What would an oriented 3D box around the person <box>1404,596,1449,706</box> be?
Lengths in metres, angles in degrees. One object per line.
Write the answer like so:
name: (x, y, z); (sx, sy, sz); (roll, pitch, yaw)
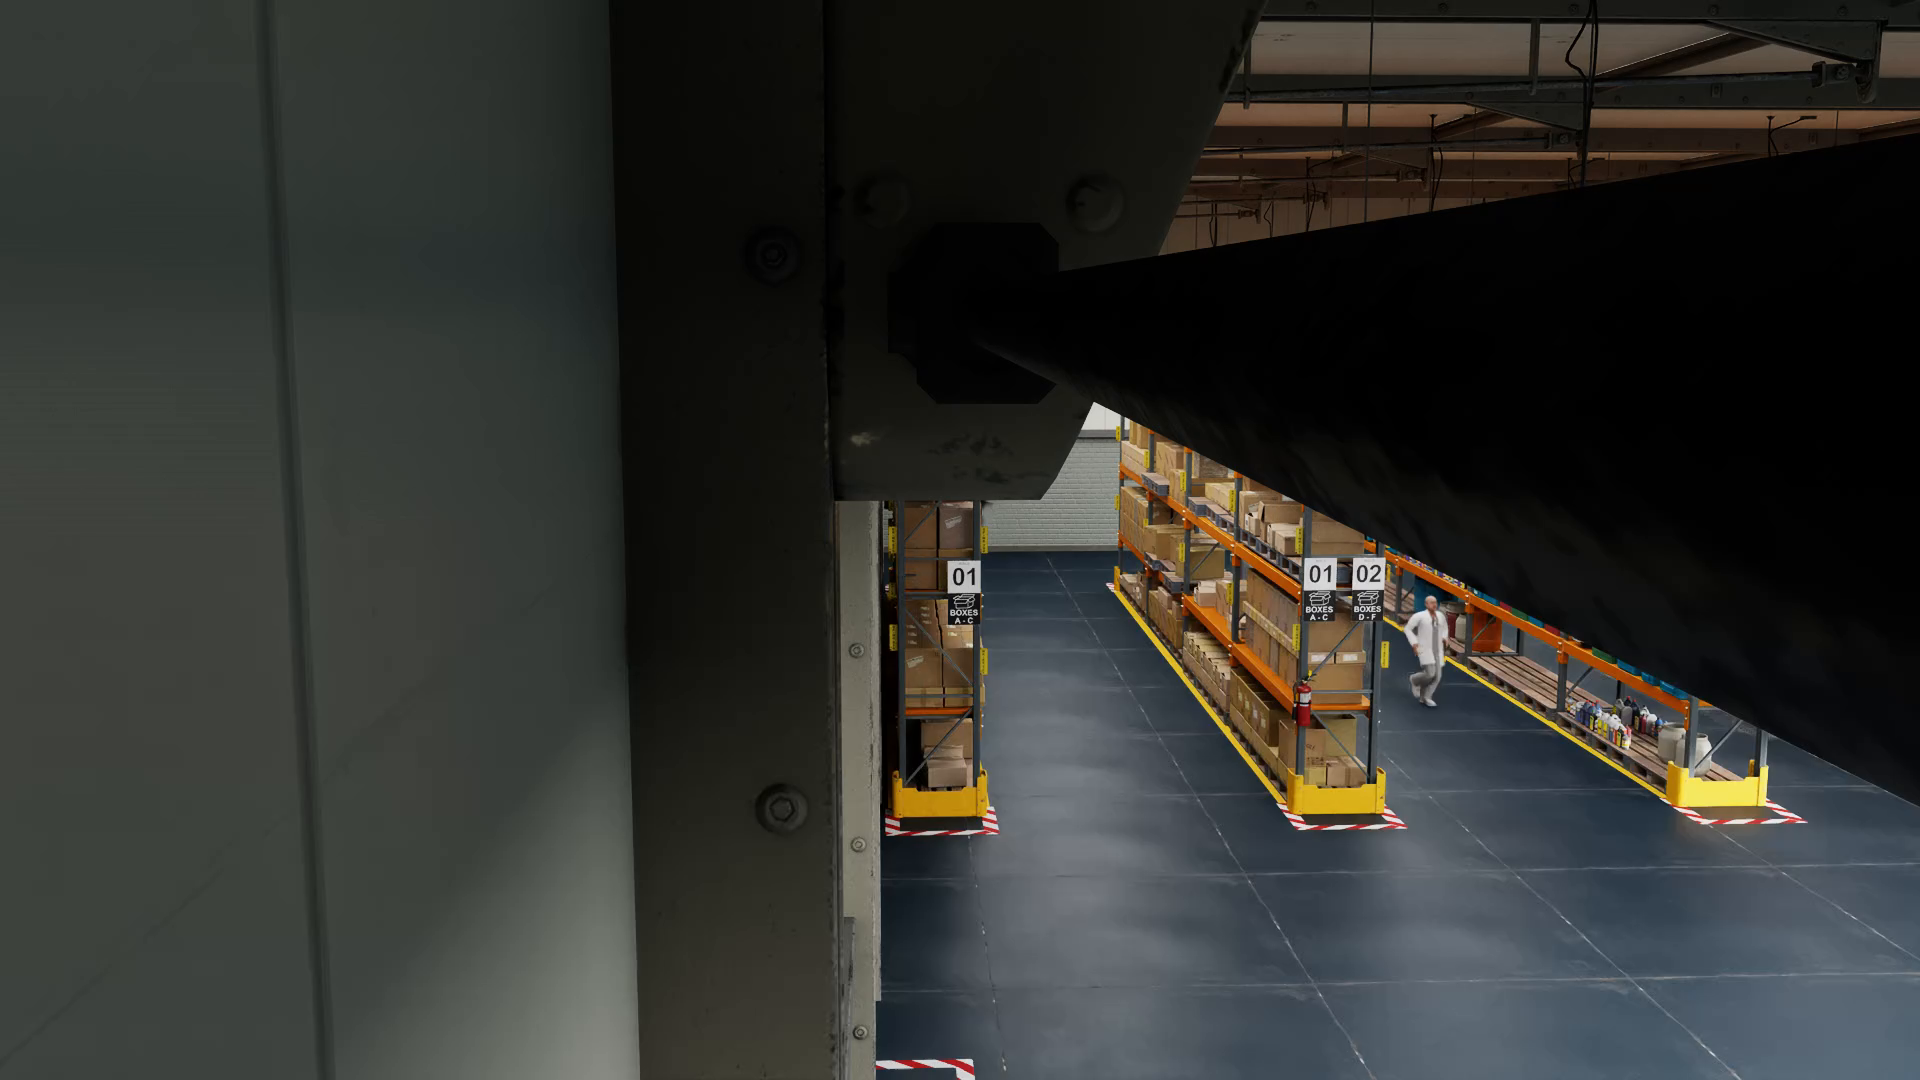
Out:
person: (7.363, 1.738, 26.042); (0.707, 1.733, 0.633); (-3, 9, -17)
